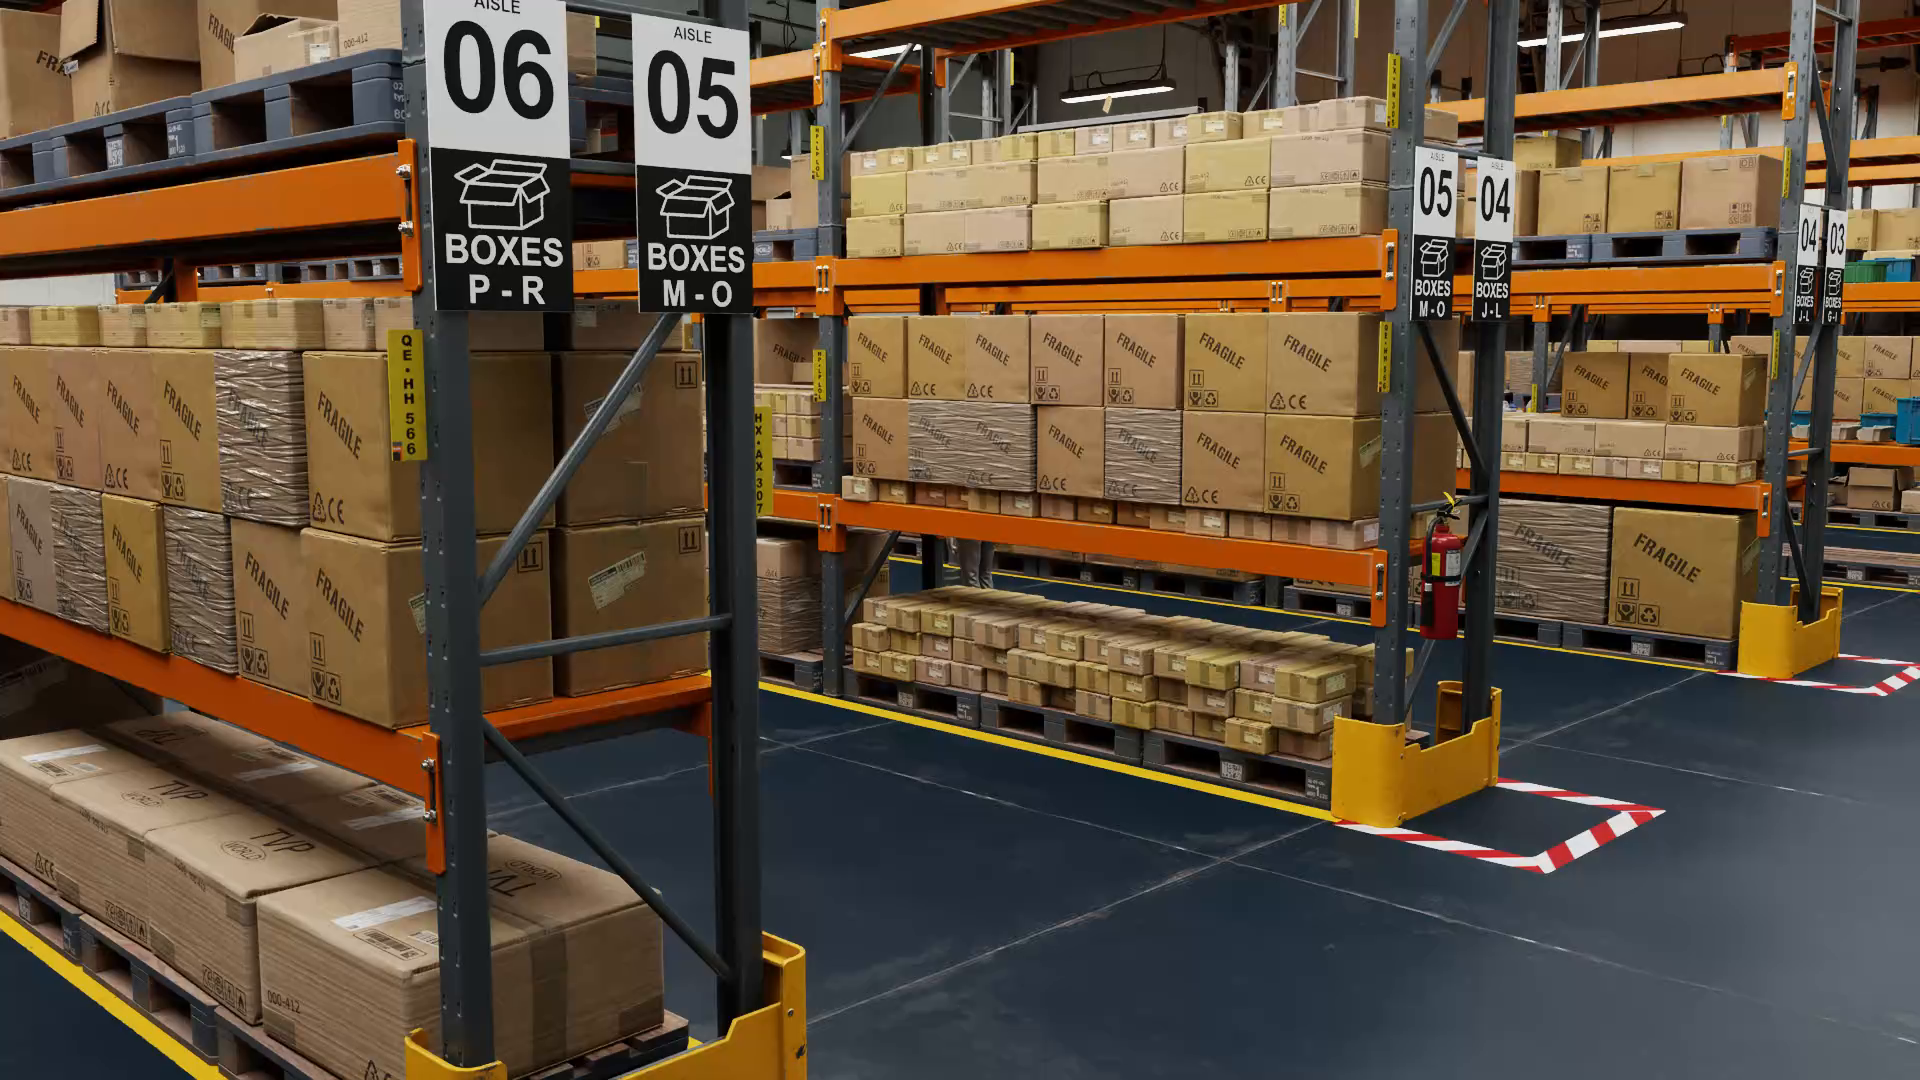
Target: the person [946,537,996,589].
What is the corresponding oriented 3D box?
[{"bbox_3d":[0.078,-0.080,12.695,0.532,1.694,0.586,7,10,43],"label":"person"}]
